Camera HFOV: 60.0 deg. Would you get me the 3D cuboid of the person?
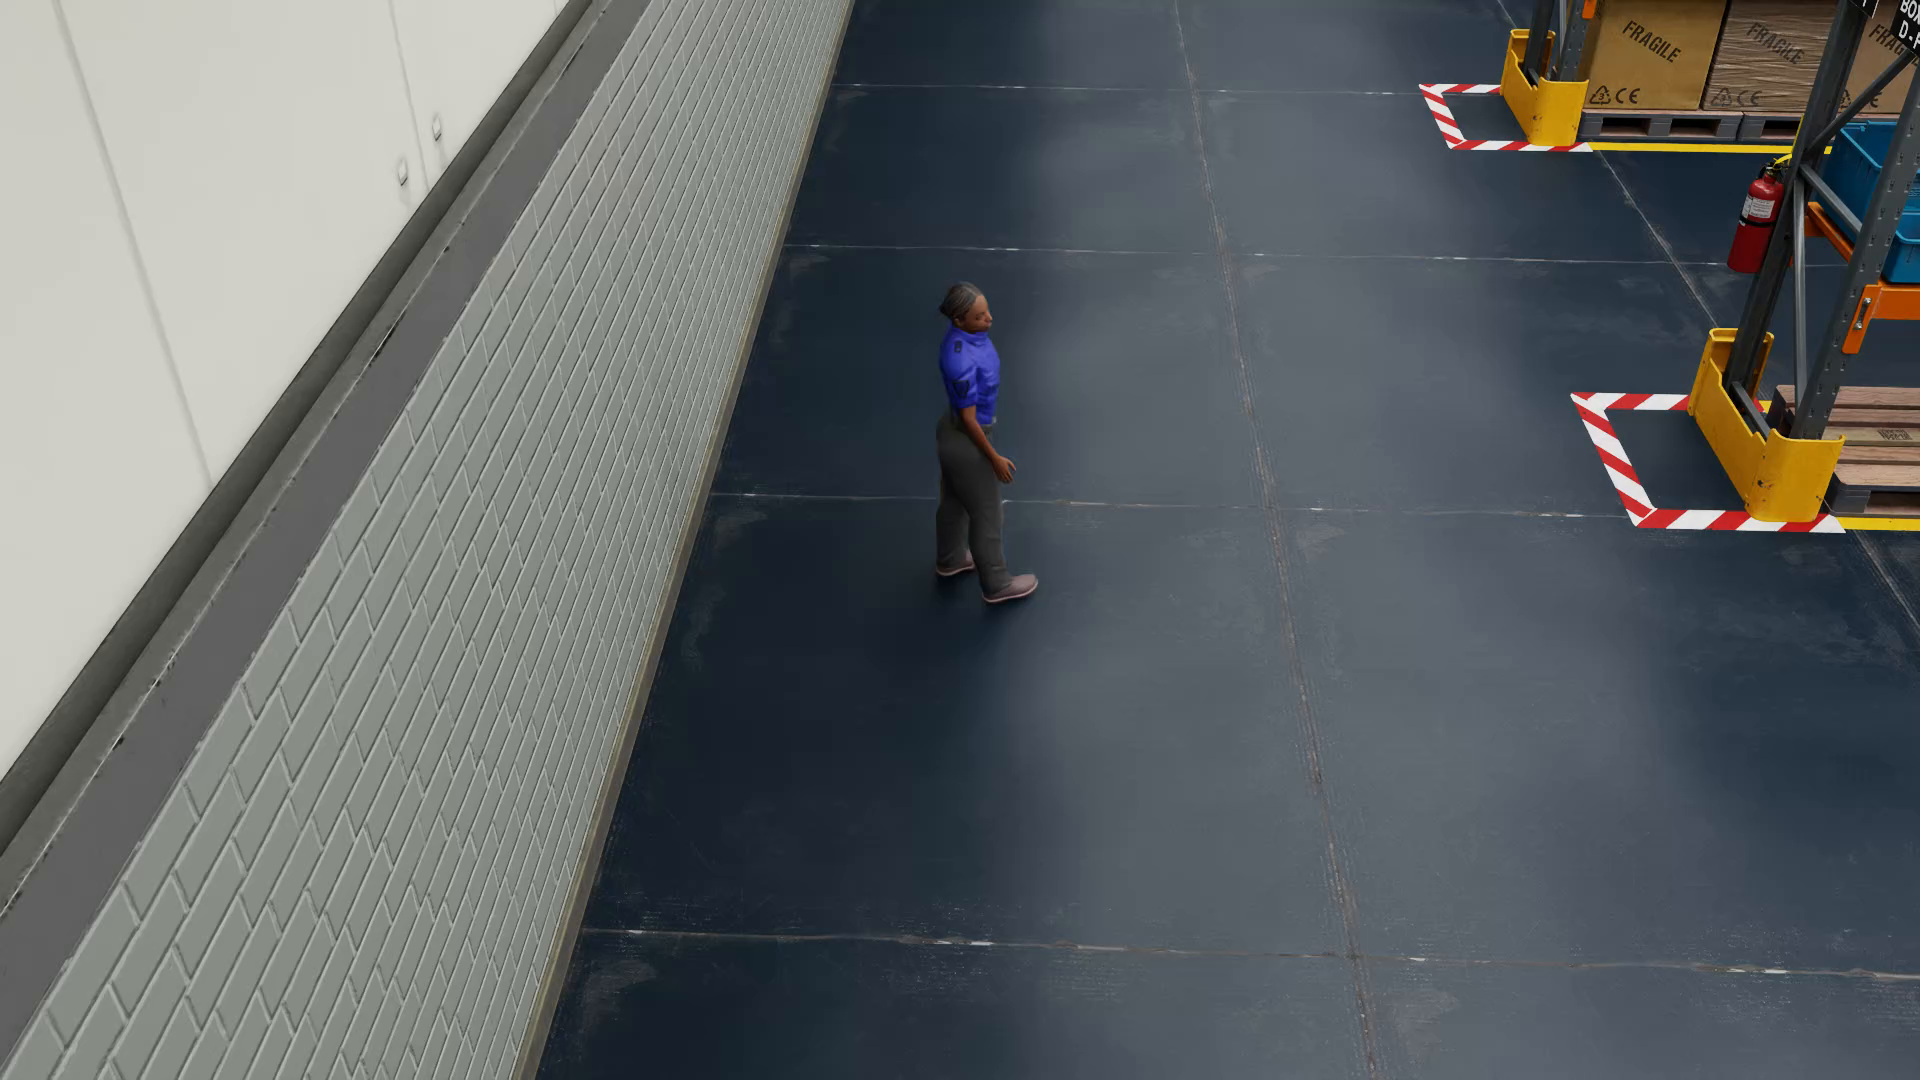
[{"bbox_3d":[0.133,-0.455,7.727,0.490,1.650,0.488,-2,36,-3],"label":"person"}]
